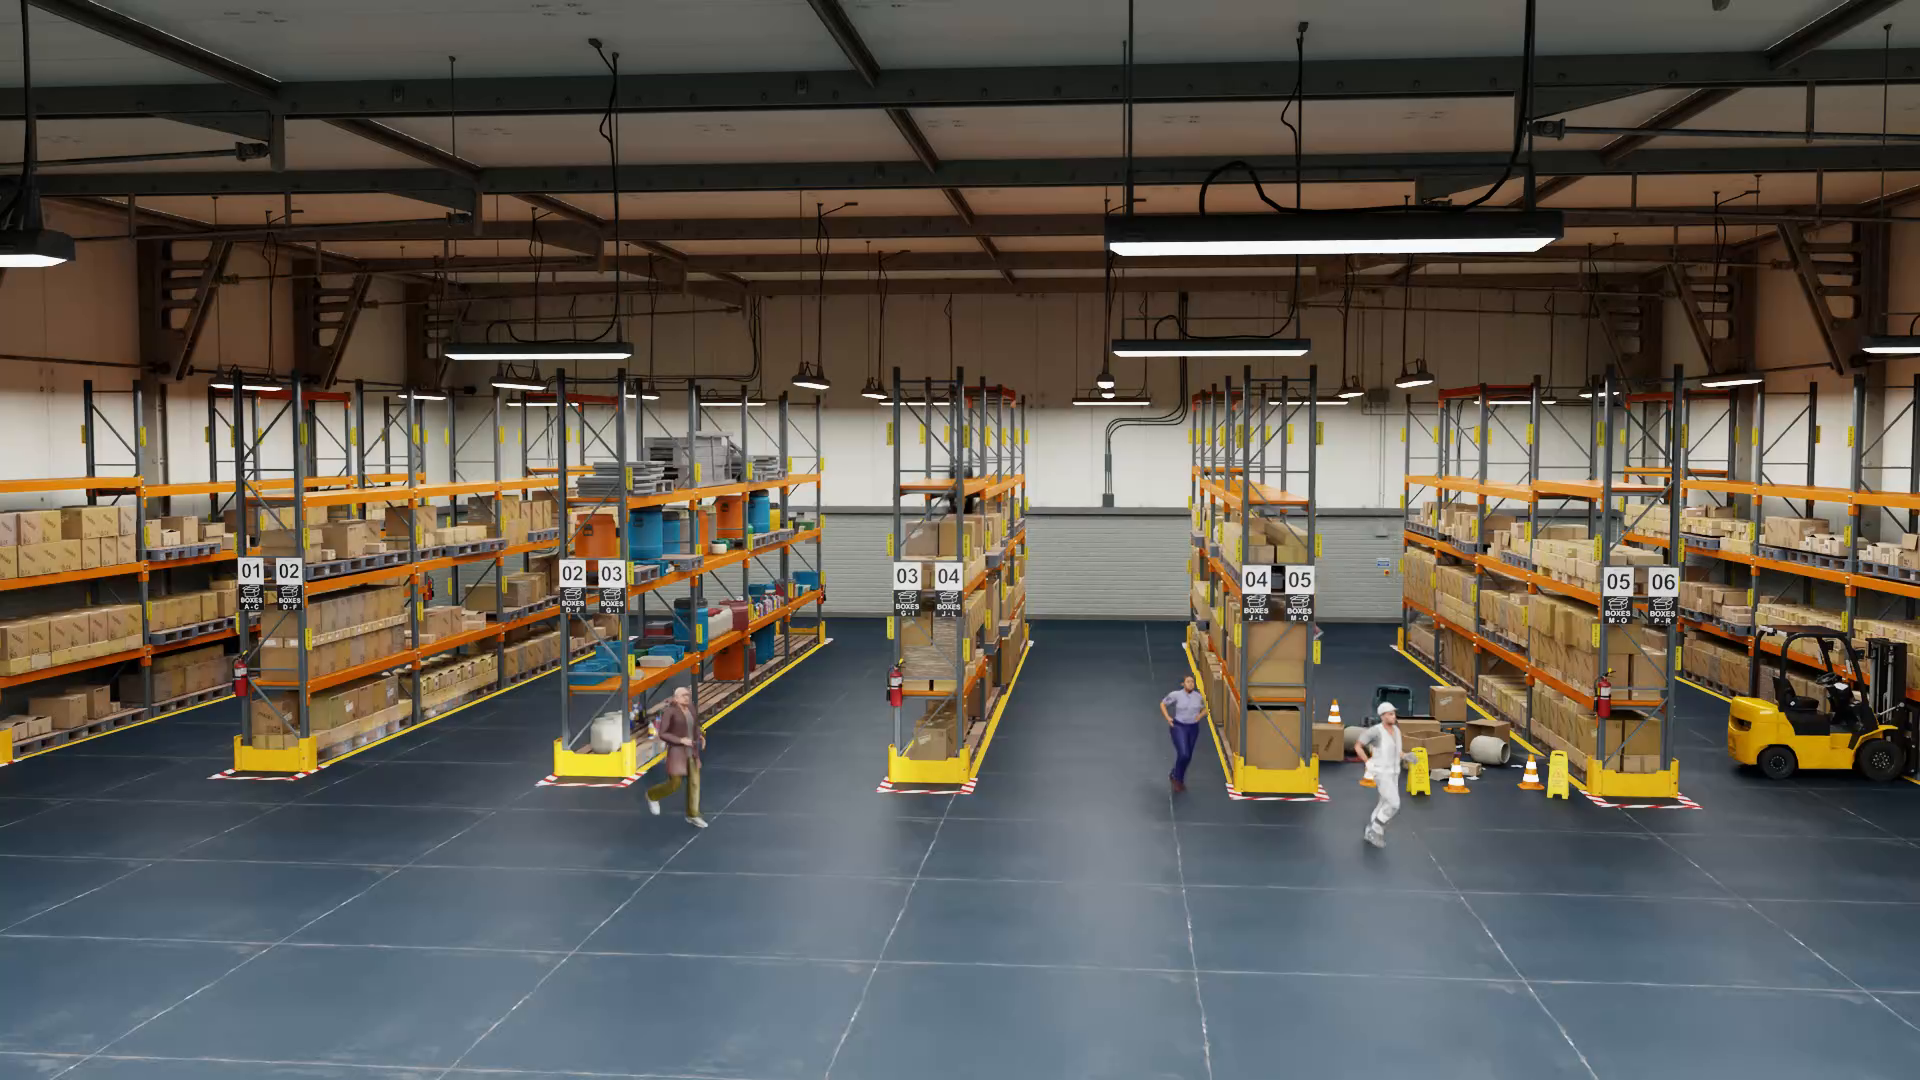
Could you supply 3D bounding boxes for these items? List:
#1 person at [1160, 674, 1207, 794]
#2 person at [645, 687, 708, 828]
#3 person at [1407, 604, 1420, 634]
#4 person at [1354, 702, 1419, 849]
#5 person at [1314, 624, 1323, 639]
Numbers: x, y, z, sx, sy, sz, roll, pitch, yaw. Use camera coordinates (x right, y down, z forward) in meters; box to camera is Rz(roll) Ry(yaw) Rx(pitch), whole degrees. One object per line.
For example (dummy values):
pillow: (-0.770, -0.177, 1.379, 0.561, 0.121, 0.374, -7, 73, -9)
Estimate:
person: (3.181, 2.742, 23.515, 0.609, 1.700, 0.637, -1, 4, -19)
person: (-3.634, 2.791, 21.530, 1.001, 1.774, 0.718, 3, 5, 40)
person: (11.003, 1.644, 40.343, 0.686, 1.711, 0.719, 2, 4, 31)
person: (5.195, 2.860, 20.197, 0.633, 1.776, 0.678, -3, 4, -38)
person: (8.391, 1.651, 40.485, 0.896, 1.690, 0.559, 1, 4, 11)
